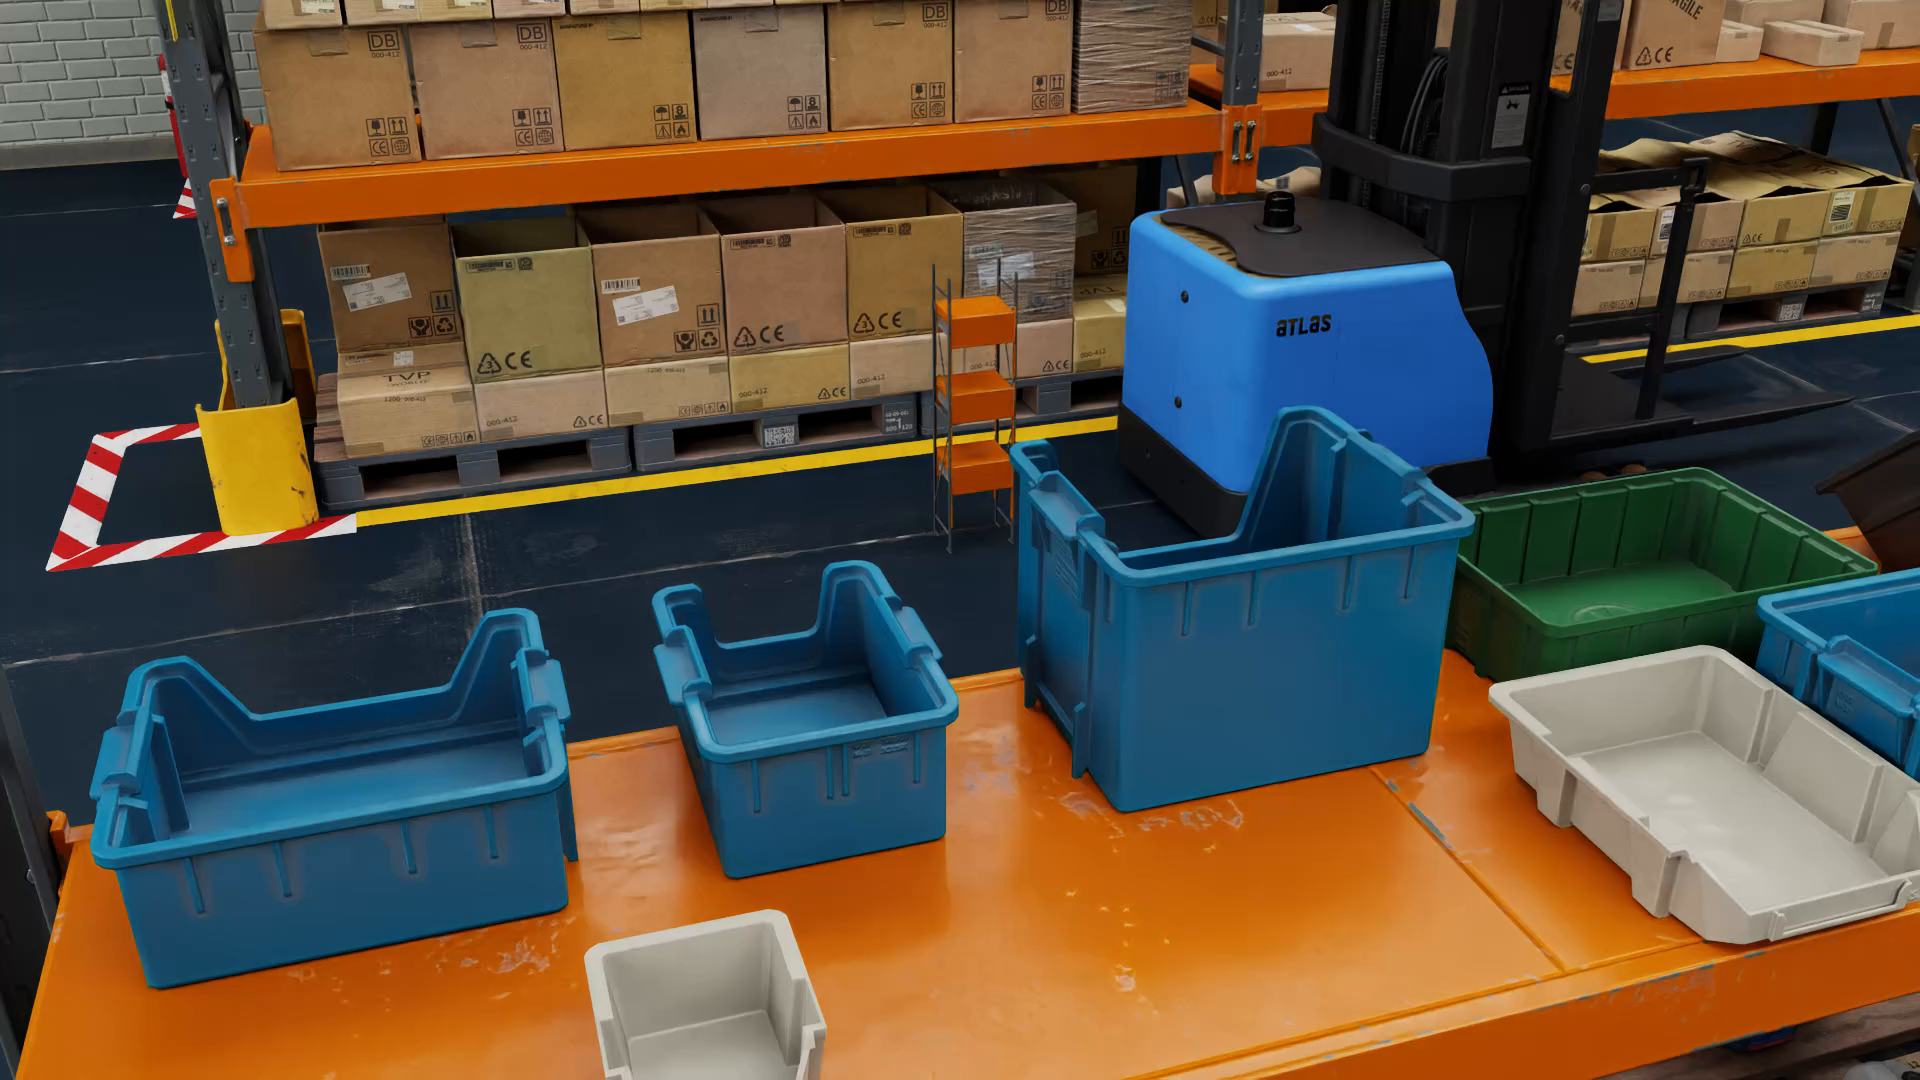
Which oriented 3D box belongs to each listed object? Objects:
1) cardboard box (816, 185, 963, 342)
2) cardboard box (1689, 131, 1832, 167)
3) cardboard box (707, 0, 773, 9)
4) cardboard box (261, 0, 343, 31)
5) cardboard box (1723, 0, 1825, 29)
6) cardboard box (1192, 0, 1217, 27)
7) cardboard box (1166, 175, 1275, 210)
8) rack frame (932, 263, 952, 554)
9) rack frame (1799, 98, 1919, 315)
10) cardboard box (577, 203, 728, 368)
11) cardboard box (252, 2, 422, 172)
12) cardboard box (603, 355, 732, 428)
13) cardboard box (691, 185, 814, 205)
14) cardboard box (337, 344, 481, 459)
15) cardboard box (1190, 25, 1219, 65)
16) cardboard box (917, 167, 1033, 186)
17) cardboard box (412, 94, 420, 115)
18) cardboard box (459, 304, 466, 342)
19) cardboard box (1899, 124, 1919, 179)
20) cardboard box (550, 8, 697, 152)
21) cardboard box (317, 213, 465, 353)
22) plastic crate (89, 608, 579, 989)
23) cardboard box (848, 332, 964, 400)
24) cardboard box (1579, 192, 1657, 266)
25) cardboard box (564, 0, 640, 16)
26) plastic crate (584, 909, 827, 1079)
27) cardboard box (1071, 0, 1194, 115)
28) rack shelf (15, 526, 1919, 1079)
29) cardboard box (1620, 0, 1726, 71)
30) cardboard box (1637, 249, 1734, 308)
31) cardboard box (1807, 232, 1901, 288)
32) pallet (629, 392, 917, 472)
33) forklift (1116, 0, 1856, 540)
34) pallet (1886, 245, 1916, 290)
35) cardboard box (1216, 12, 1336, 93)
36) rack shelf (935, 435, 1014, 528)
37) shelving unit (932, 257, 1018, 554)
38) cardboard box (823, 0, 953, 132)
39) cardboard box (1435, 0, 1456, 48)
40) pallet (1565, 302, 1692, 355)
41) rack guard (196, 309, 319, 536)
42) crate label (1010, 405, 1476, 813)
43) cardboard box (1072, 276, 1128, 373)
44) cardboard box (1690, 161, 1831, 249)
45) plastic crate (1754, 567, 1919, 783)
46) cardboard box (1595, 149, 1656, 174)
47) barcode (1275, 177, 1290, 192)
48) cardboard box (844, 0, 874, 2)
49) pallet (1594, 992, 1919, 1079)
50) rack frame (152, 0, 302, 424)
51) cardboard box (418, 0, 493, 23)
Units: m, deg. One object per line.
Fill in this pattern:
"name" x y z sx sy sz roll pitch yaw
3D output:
"cardboard box" -0.299 -1.177 7.023 0.500 0.500 0.500 -8 28 -16
"cardboard box" 4.242 -1.985 8.865 0.500 0.311 0.500 -7 27 -14
"cardboard box" -0.874 -2.134 6.333 0.250 0.149 0.380 -8 27 -16
"cardboard box" -2.336 -1.922 5.907 0.250 0.149 0.380 -8 28 -16
"cardboard box" 3.920 -2.645 8.304 0.500 0.311 0.500 -9 28 -17
"cardboard box" 1.576 -3.987 12.380 0.500 0.250 0.500 -8 28 -16
"cardboard box" 1.324 -1.560 8.007 0.500 0.311 0.500 -8 28 -16
"rack frame" -0.065 -0.461 5.998 0.008 1.050 0.200 -8 28 -16
"rack frame" 4.831 -2.726 8.367 0.127 3.000 1.000 -8 28 -16
"cardboard box" -1.251 -1.040 6.749 0.500 0.500 0.500 -8 28 -16
"cardboard box" -2.328 -1.728 6.244 0.500 0.500 0.700 -8 28 -16
"cardboard box" -1.247 -0.699 6.906 0.500 0.250 0.500 -8 28 -16
"cardboard box" -0.936 -1.328 7.329 0.500 0.500 0.500 -8 28 -16
"cardboard box" -2.197 -0.560 6.625 0.500 0.250 0.500 -8 28 -16
"cardboard box" 1.635 -3.674 12.593 0.500 0.500 0.700 -8 28 -16
"cardboard box" 0.017 -1.464 7.602 0.500 0.500 0.500 -8 28 -16
"cardboard box" -3.628 -2.768 10.981 0.500 0.311 0.500 -12 29 -22
"cardboard box" -1.886 -0.853 7.215 0.500 0.250 0.500 -8 28 -16
"cardboard box" 5.647 -2.031 9.284 0.500 0.500 0.500 -7 27 -14
"cardboard box" -1.356 -1.868 6.527 0.500 0.500 0.700 -8 28 -16
"cardboard box" -2.358 -1.116 6.902 0.500 0.500 0.500 -8 28 -16
"plastic crate" -0.862 0.342 2.355 0.616 0.251 0.499 -8 28 -16
"cardboard box" -0.295 -0.835 7.179 0.500 0.250 0.500 -8 28 -16
"cardboard box" 2.959 -1.546 7.981 0.500 0.311 0.500 -7 27 -15
"cardboard box" -1.355 -2.065 6.195 0.250 0.149 0.380 -9 28 -18
"plastic crate" -0.295 0.602 1.961 0.250 0.136 0.298 -8 28 -16
"cardboard box" 0.607 -2.156 7.107 0.500 0.500 0.700 -9 28 -17
"rack shelf" 0.656 0.518 2.643 4.000 0.370 1.077 -8 28 -16
"cardboard box" 3.240 -2.533 7.866 0.500 0.500 0.500 -10 28 -19
"cardboard box" 3.438 -1.366 8.249 0.500 0.250 0.500 -8 27 -15
"cardboard box" 4.406 -1.507 8.531 0.500 0.250 0.500 -8 27 -15
"pallet" -0.904 -0.665 7.351 1.213 0.211 1.003 -8 28 -16
"forklift" 2.208 -1.623 6.224 3.031 2.935 1.130 -9 28 -17
"pallet" 5.552 -1.564 9.162 1.213 0.211 1.003 -8 28 -16
"cardboard box" 1.482 -2.194 7.465 0.500 0.250 0.500 -7 27 -13
"rack shelf" 0.051 -0.219 6.160 0.240 0.259 0.215 -8 28 -16
"shelving unit" 0.051 -0.478 6.031 0.252 1.050 0.215 -8 28 -16
"cardboard box" -0.370 -2.013 6.819 0.500 0.500 0.700 -8 27 -15
"cardboard box" 2.264 -2.391 7.581 0.500 0.500 0.500 -6 27 -12
"pallet" 2.878 -1.214 8.457 1.213 0.211 1.003 -8 28 -16
"rack guard" -2.799 -0.501 6.697 0.348 0.500 1.175 -8 28 -16
"crate label" 0.421 0.087 2.661 0.616 0.435 0.502 -8 28 -16
"cardboard box" 0.654 -0.975 7.461 0.500 0.250 0.500 -8 28 -16
"cardboard box" 3.917 -1.683 8.256 0.500 0.311 0.500 -9 28 -17
"plastic crate" 1.590 0.254 2.533 0.616 0.251 0.499 -8 28 -16
"cardboard box" 3.259 -1.840 8.573 0.500 0.311 0.500 -9 28 -17
"barcode" 1.399 -1.541 7.218 0.075 0.075 0.001 -8 28 -16
"cardboard box" -0.373 -2.208 6.482 0.250 0.149 0.380 -7 27 -15
"pallet" 1.906 1.244 3.507 1.213 0.211 1.003 -8 28 -16
"rack frame" -2.776 -1.624 6.148 0.127 3.000 1.000 -8 28 -16
"cardboard box" -1.848 -1.994 6.051 0.250 0.149 0.380 -8 28 -16
